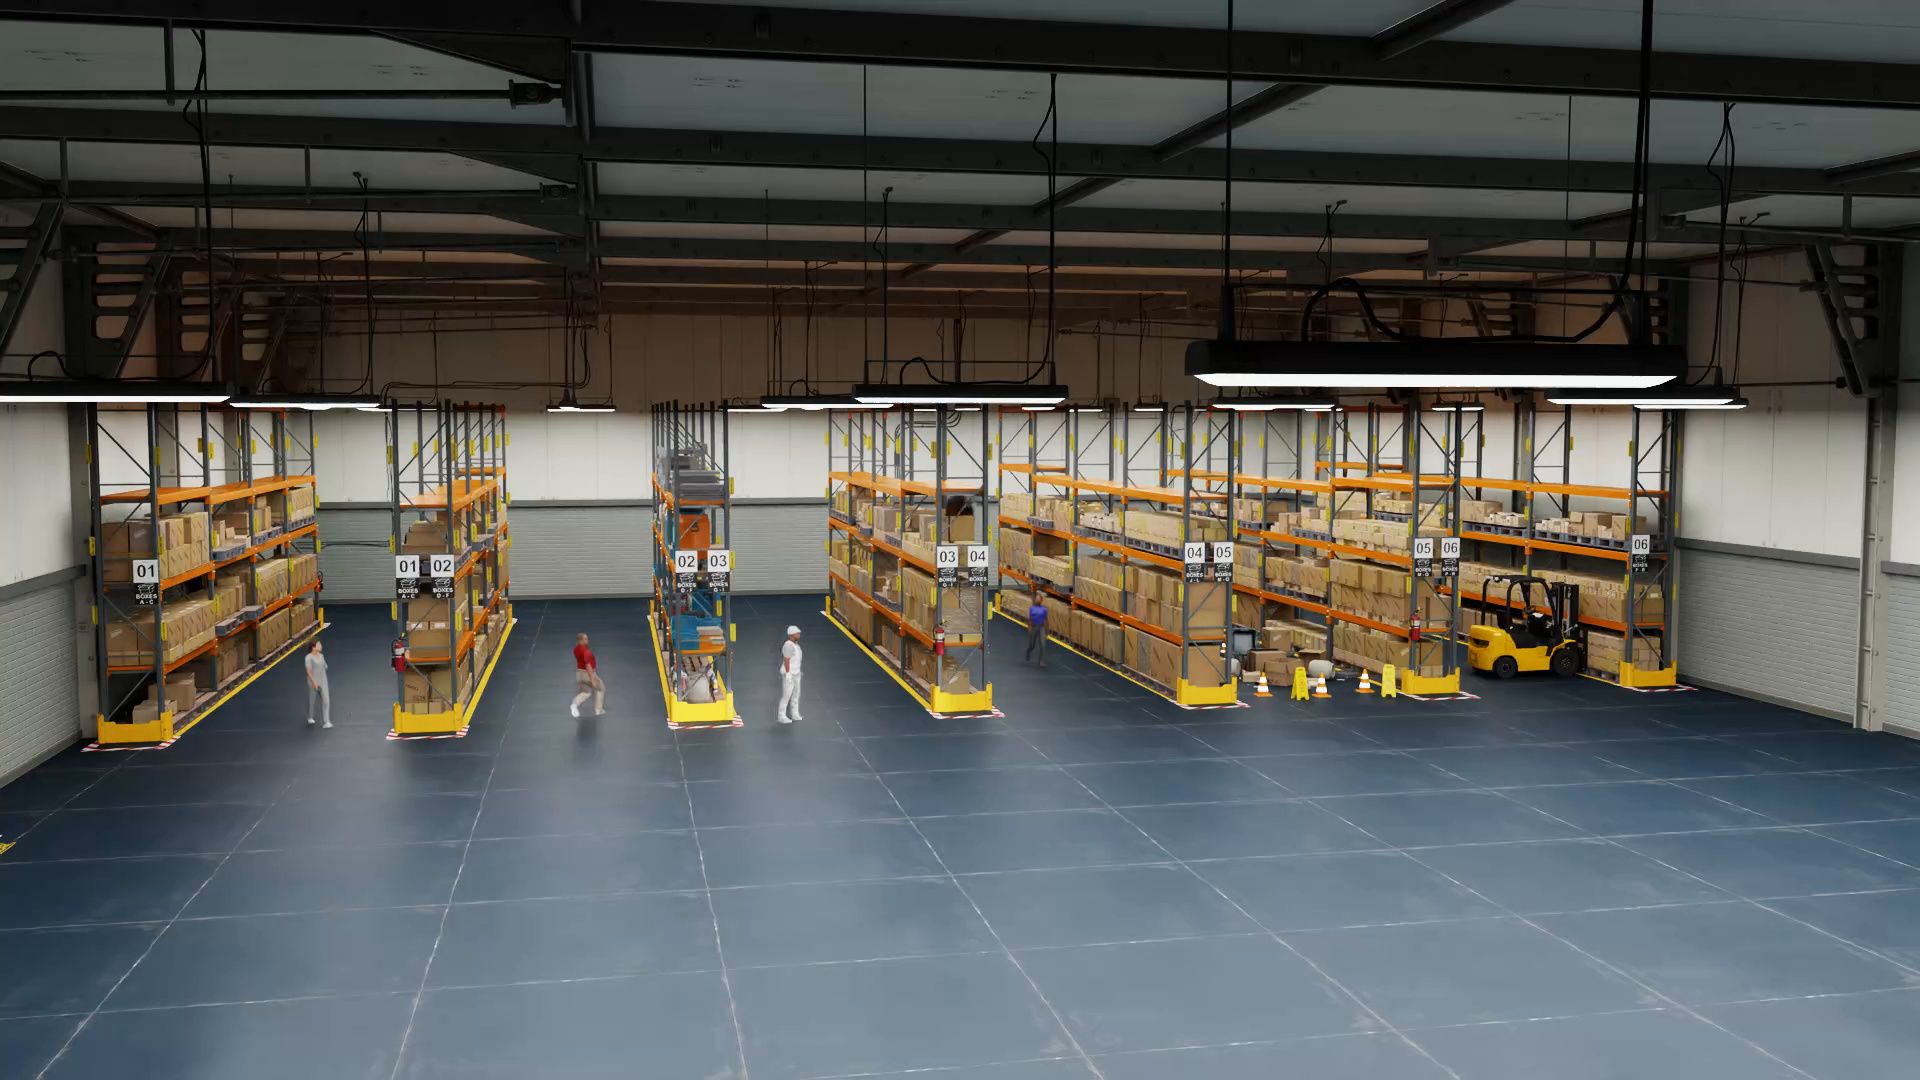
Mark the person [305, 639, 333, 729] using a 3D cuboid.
[{"bbox_3d":[-11.766,2.617,30.398,0.408,1.623,1.019,-3,5,-36],"label":"person"}]

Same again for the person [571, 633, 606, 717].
[{"bbox_3d":[-7.008,2.546,31.492,0.545,1.607,0.871,3,5,33],"label":"person"}]

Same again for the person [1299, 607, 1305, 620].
[{"bbox_3d":[9.108,1.446,45.157,0.606,1.755,0.624,0,4,-2],"label":"person"}]

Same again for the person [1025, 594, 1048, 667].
[{"bbox_3d":[1.760,2.047,37.906,0.485,1.615,0.665,-1,4,-15],"label":"person"}]

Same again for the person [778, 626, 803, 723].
[{"bbox_3d":[-3.142,2.492,31.034,0.429,1.785,0.672,1,4,13],"label":"person"}]
